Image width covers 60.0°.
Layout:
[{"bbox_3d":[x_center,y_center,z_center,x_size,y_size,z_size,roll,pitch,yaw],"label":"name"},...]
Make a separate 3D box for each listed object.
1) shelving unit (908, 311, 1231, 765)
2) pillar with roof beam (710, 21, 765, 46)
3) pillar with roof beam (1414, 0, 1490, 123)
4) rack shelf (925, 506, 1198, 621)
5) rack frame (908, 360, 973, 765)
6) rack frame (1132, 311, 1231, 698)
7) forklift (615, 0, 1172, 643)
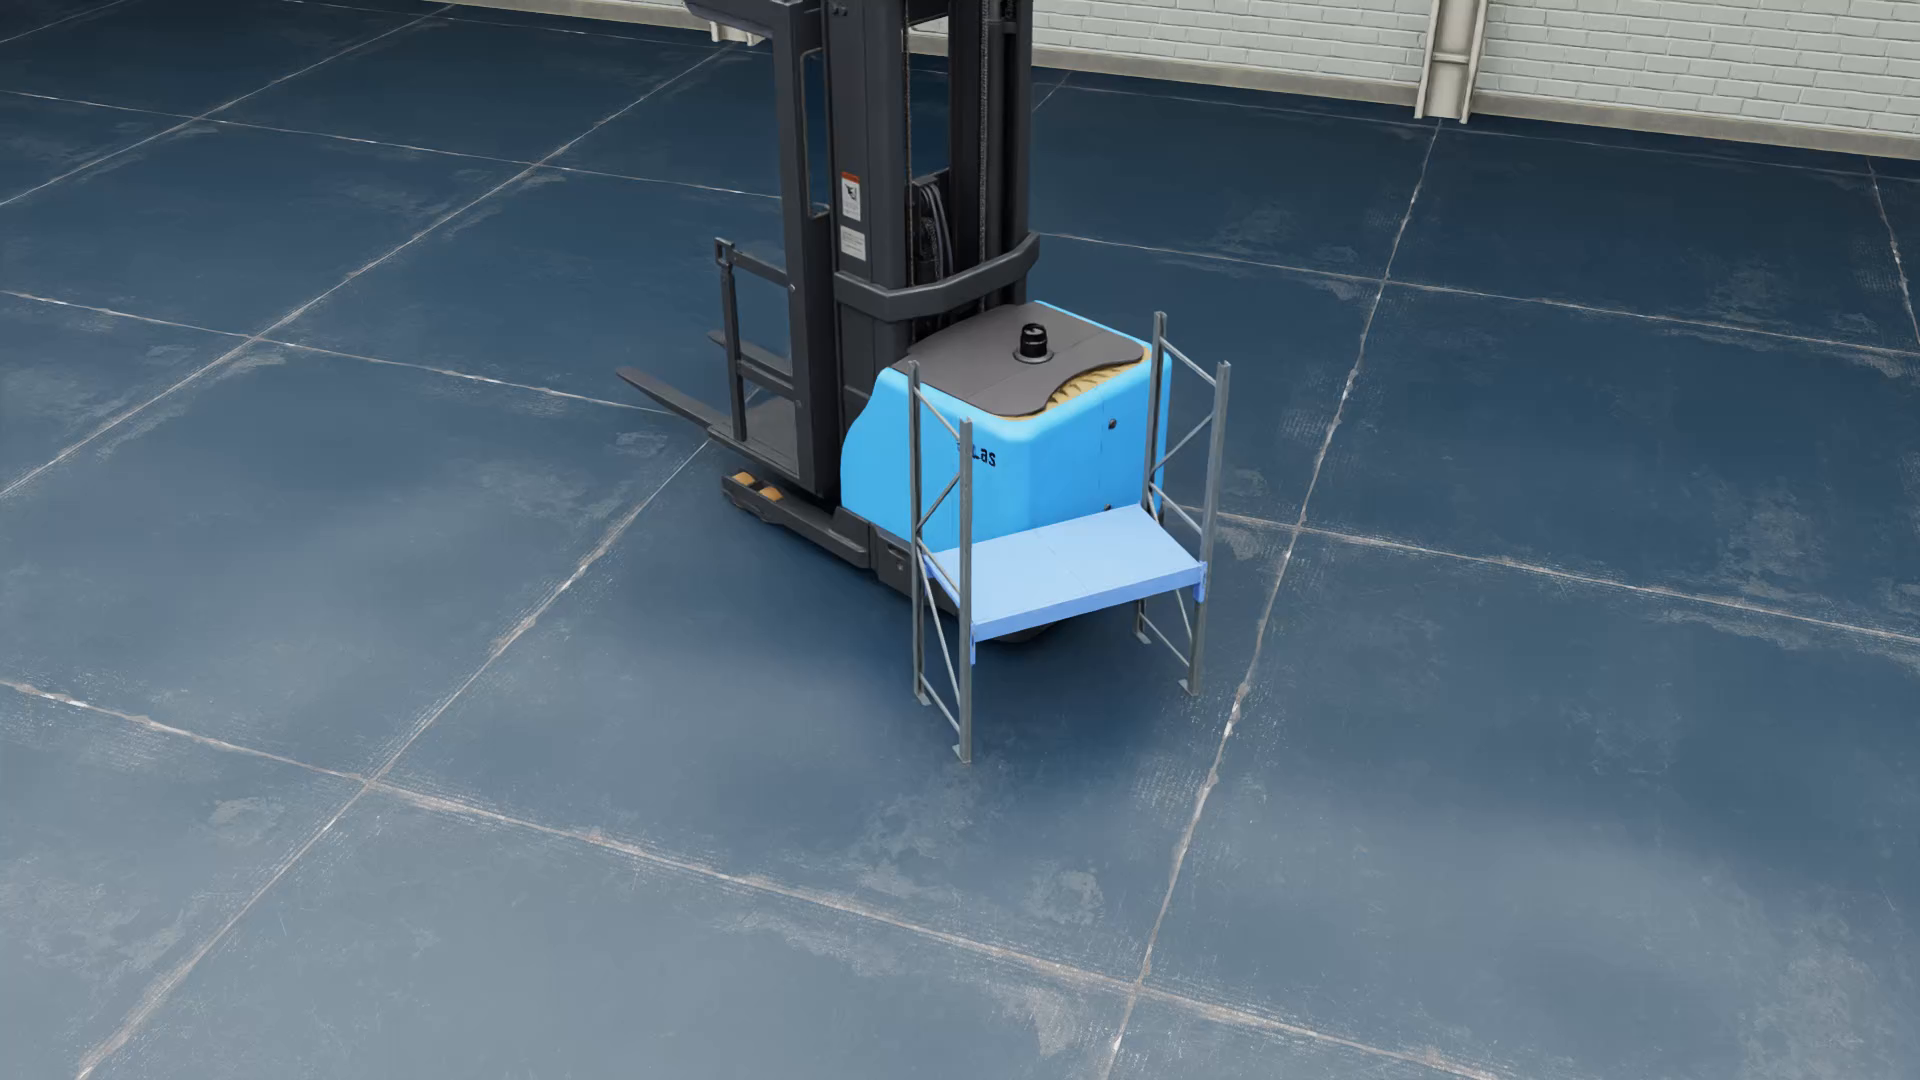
[{"bbox_3d":[0.392,-0.004,6.373,1.048,1.500,0.500,-14,35,-20],"label":"shelving unit"},{"bbox_3d":[-3.375,-5.966,8.695,0.400,9.000,9.100,11,34,16],"label":"pillar with roof beam"},{"bbox_3d":[2.274,-4.868,6.994,0.400,9.000,9.100,11,34,16],"label":"pillar with roof beam"},{"bbox_3d":[0.392,0.107,6.444,0.952,0.062,0.459,-14,35,-20],"label":"rack shelf"},{"bbox_3d":[-0.072,0.109,6.198,0.032,1.500,0.500,-14,35,-20],"label":"rack frame"},{"bbox_3d":[0.855,-0.116,6.547,0.032,1.500,0.500,-14,35,-20],"label":"rack frame"},{"bbox_3d":[-0.495,-1.493,7.360,3.031,2.935,1.130,28,42,36],"label":"forklift"}]
